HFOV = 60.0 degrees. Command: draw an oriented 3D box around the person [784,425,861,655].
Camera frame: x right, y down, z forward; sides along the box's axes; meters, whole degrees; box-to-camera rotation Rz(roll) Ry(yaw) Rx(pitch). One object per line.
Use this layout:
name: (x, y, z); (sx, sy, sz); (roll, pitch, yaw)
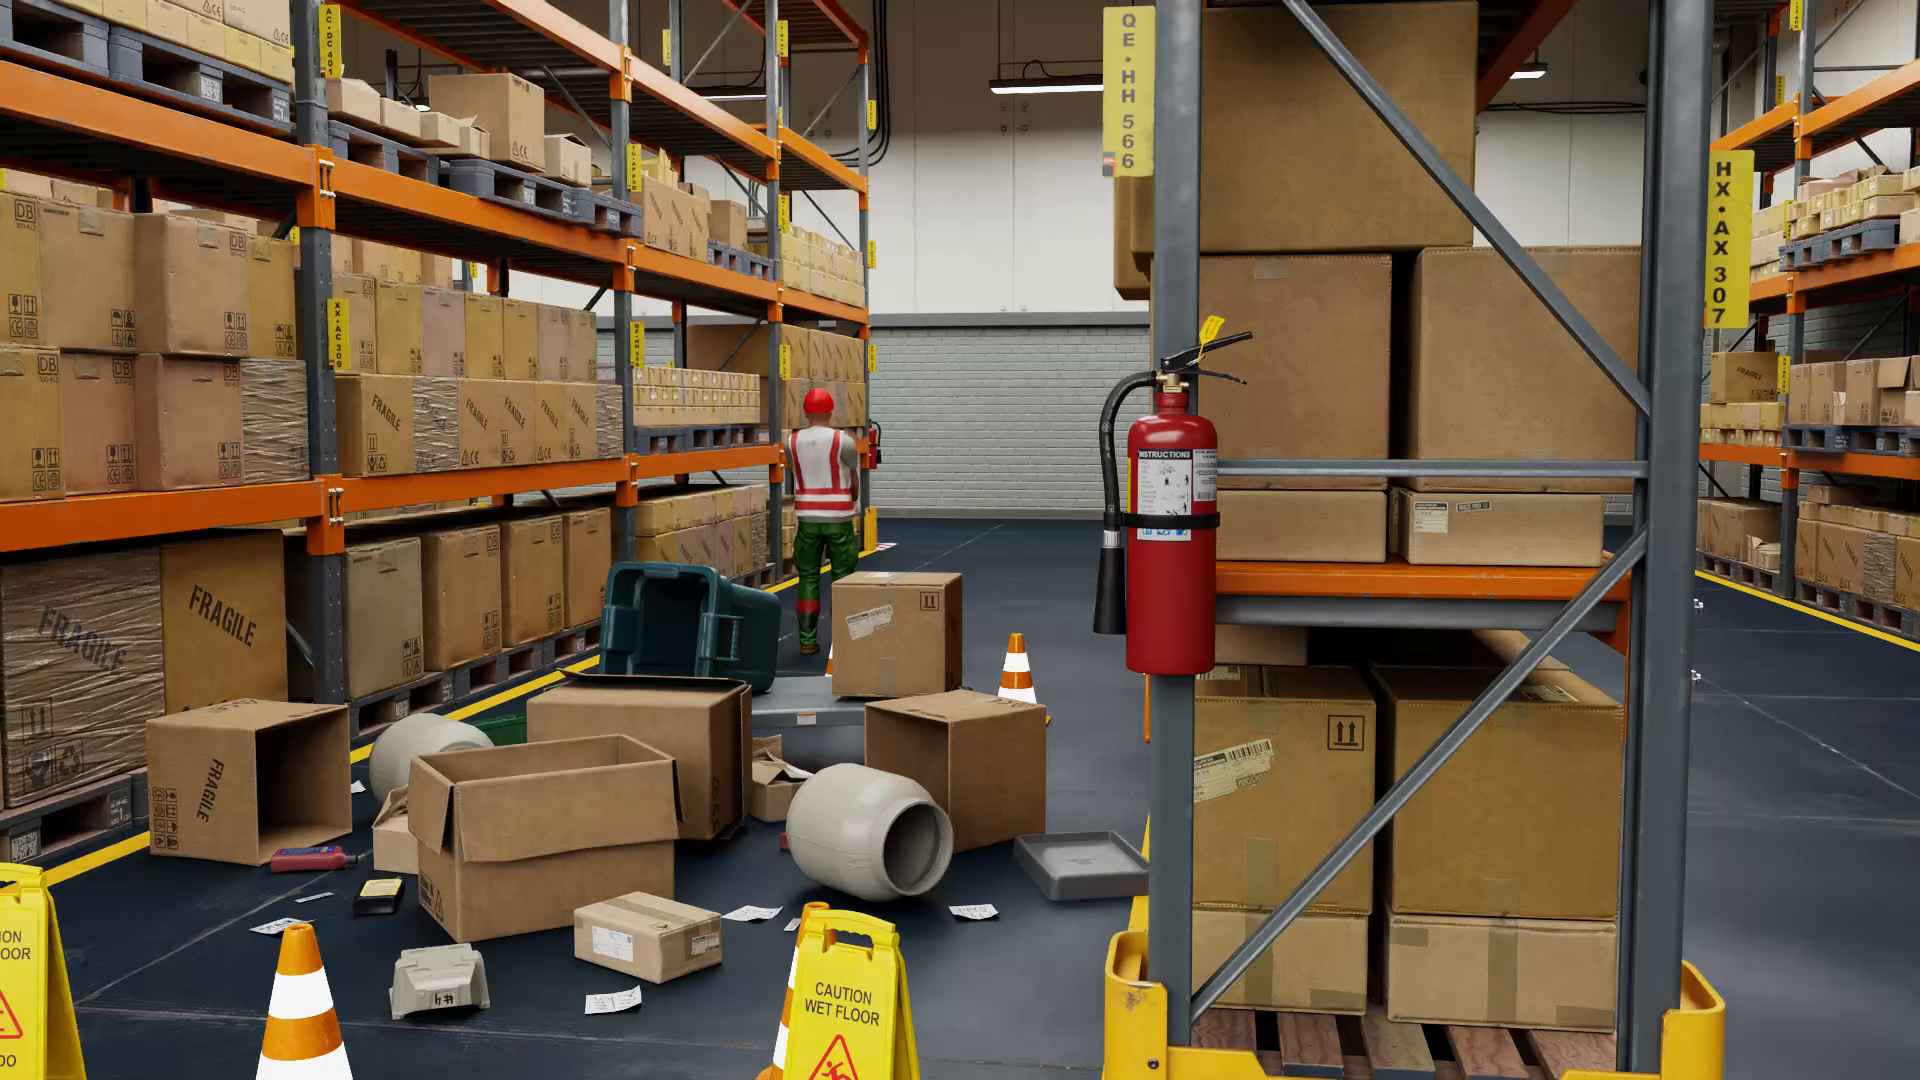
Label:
person: (-0.902, -0.009, 11.224); (0.494, 1.529, 0.561); (1, 4, 10)
